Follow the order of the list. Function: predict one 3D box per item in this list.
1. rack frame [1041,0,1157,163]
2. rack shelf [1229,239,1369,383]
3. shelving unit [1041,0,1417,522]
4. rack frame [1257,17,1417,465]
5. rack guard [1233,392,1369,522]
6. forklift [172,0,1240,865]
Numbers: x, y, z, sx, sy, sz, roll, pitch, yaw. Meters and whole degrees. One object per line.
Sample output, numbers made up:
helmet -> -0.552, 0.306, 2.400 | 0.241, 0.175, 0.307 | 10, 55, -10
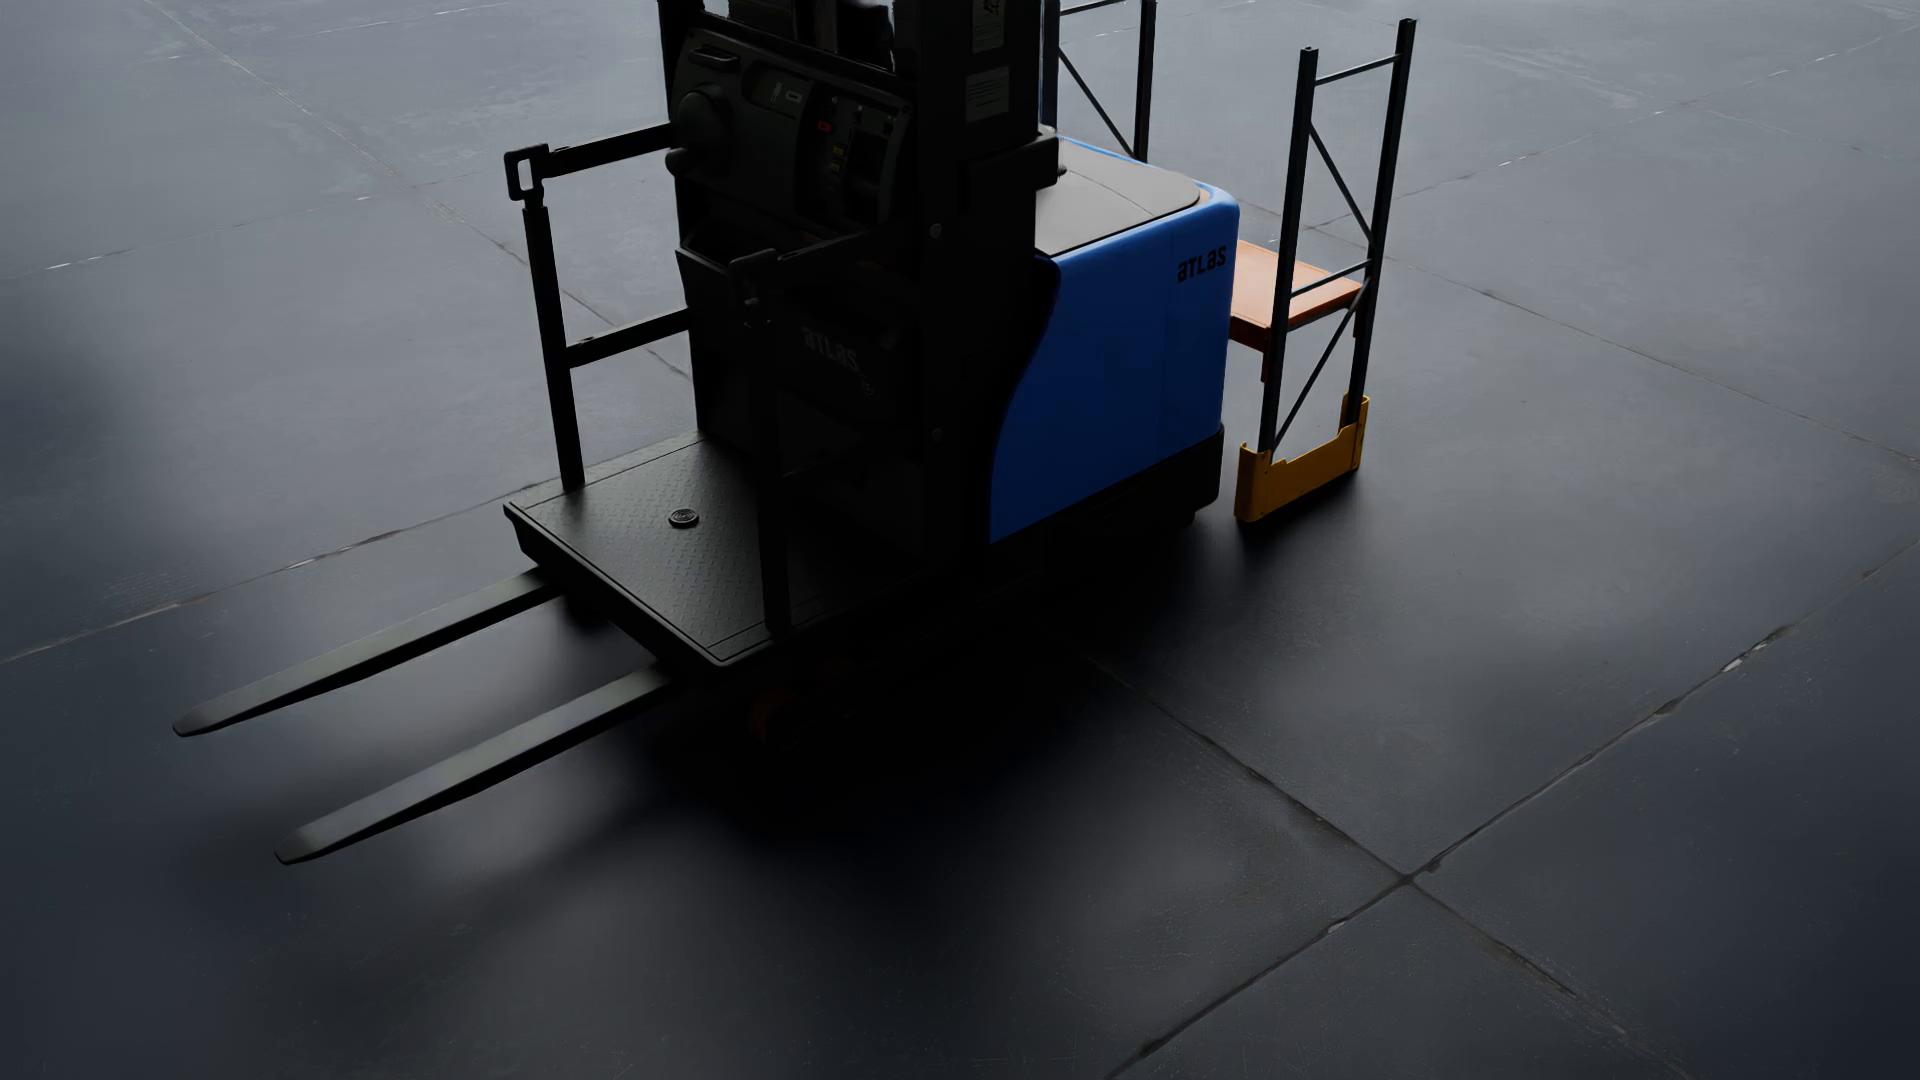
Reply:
rack frame -> 0.463, -1.203, 5.765 | 0.500, 1.500, 0.032 | -25, 40, -34
rack shelf -> 0.800, -0.849, 5.537 | 0.538, 0.185, 1.000 | -25, 40, -34
shelving unit -> 0.794, -1.006, 5.448 | 0.587, 1.500, 1.083 | -25, 40, -34
rack frame -> 1.137, -0.801, 5.118 | 0.500, 1.500, 0.032 | -25, 40, -34
rack guard -> 1.124, -0.278, 5.461 | 0.587, 0.250, 0.087 | -25, 40, -34
forklift -> -0.596, -1.006, 4.091 | 3.031, 2.935, 1.130 | -26, 40, -35
